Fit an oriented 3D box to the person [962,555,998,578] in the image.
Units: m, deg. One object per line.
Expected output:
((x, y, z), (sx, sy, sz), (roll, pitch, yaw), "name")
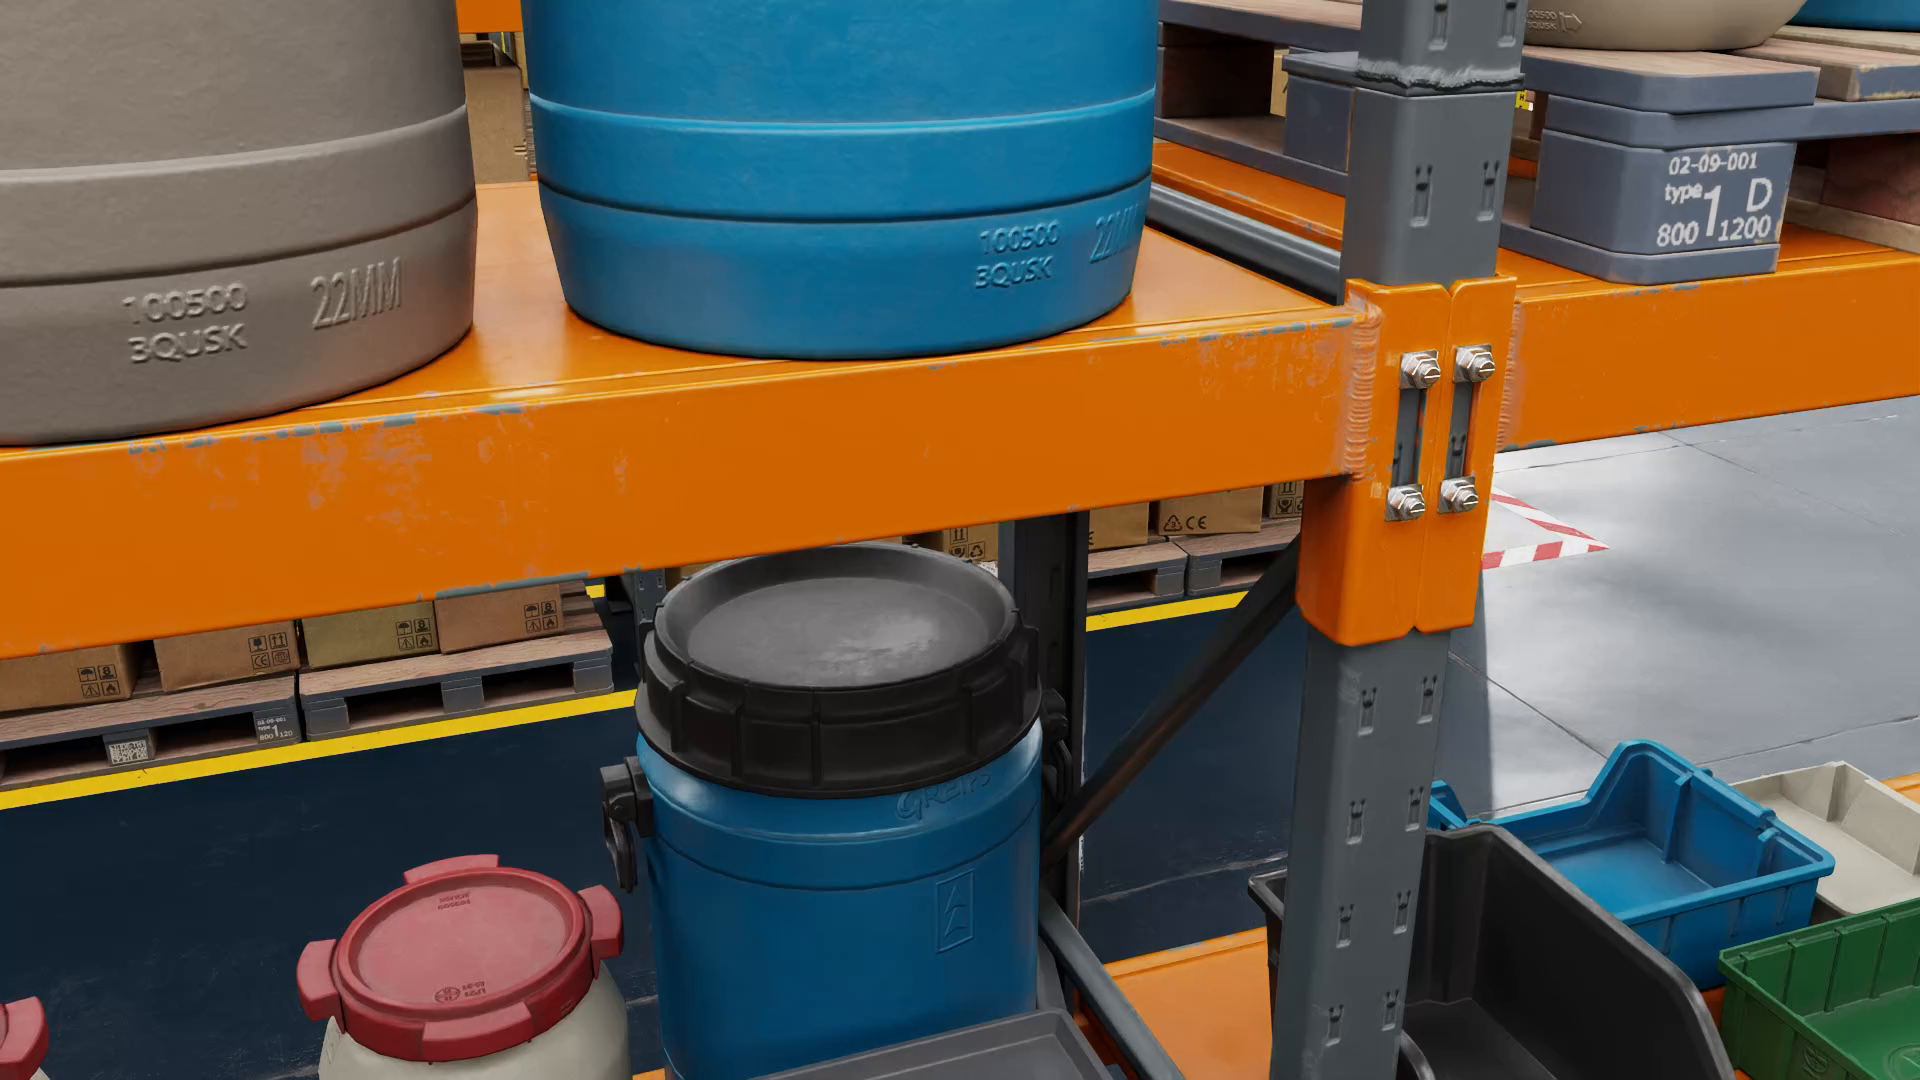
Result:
((0.093, 0.576, 5.178), (0.556, 1.421, 0.858), (-9, 24, -21), "person")
